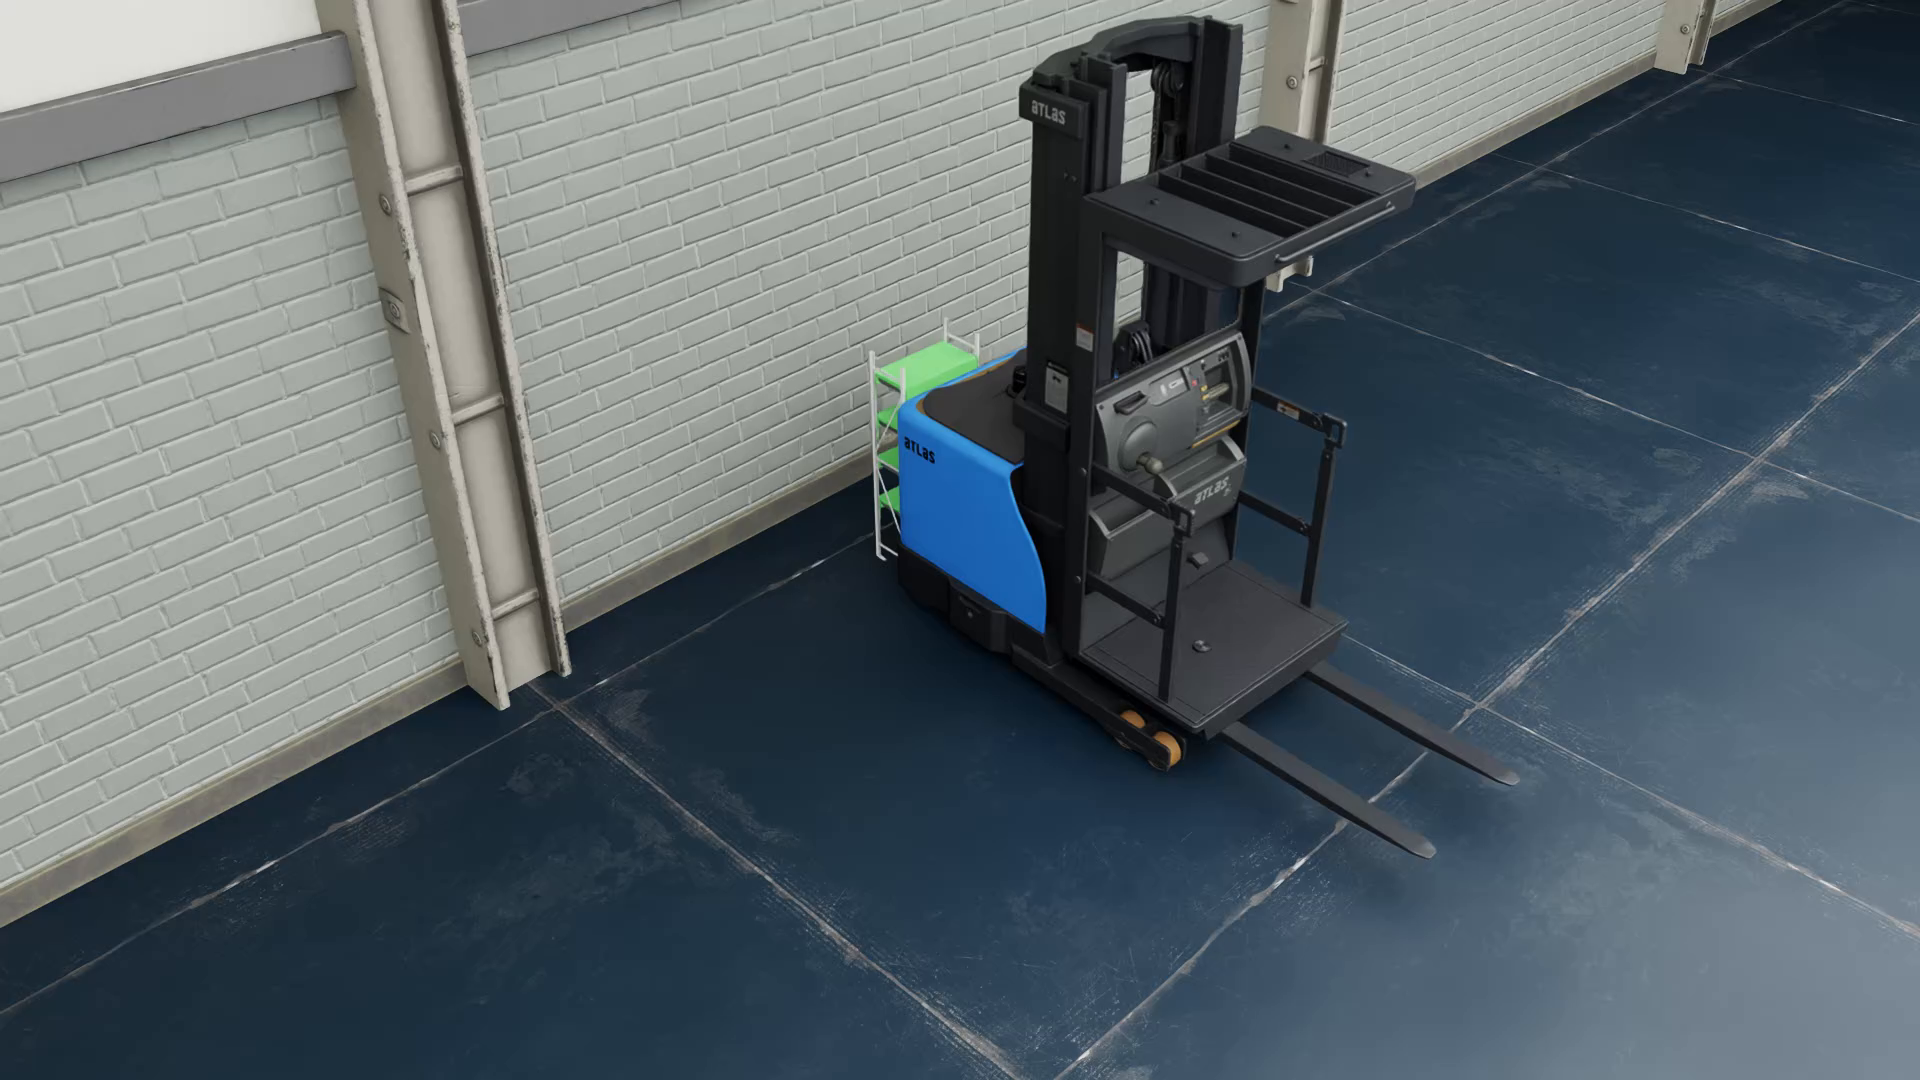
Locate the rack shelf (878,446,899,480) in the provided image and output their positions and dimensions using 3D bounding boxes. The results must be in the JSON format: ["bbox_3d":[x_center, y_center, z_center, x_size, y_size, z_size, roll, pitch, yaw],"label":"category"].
[{"bbox_3d":[-0.169,-0.406,8.386,0.480,0.148,0.258,-28,44,-34],"label":"rack shelf"}]

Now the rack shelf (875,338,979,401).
[{"bbox_3d":[-0.169,-0.800,8.112,0.480,0.148,0.258,-28,44,-34],"label":"rack shelf"}]

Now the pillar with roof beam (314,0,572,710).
[{"bbox_3d":[0.979,-1.315,2.759,9.100,9.000,0.400,30,45,35],"label":"pillar with roof beam"}]

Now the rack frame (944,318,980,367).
[{"bbox_3d":[0.008,-0.555,8.487,0.015,1.200,0.240,-28,44,-34],"label":"rack frame"}]

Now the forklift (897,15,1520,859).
[{"bbox_3d":[1.061,-0.527,6.934,1.130,2.935,3.031,-28,44,-34],"label":"forklift"}]

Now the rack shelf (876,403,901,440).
[{"bbox_3d":[-0.169,-0.603,8.249,0.480,0.148,0.258,-28,44,-34],"label":"rack shelf"}]

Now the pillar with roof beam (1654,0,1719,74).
[{"bbox_3d":[9.434,-6.186,9.744,9.100,9.000,0.400,30,45,35],"label":"pillar with roof beam"}]

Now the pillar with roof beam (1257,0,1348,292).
[{"bbox_3d":[5.207,-3.750,6.252,9.100,9.000,0.400,30,45,35],"label":"pillar with roof beam"}]

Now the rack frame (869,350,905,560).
[{"bbox_3d":[-0.346,-0.363,8.212,0.015,1.200,0.240,-28,44,-34],"label":"rack frame"}]

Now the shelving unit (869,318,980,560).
[{"bbox_3d":[-0.169,-0.459,8.350,0.503,1.200,0.258,-28,44,-34],"label":"shelving unit"}]

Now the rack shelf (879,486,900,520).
[{"bbox_3d":[-0.169,-0.210,8.524,0.480,0.148,0.258,-28,44,-34],"label":"rack shelf"}]
